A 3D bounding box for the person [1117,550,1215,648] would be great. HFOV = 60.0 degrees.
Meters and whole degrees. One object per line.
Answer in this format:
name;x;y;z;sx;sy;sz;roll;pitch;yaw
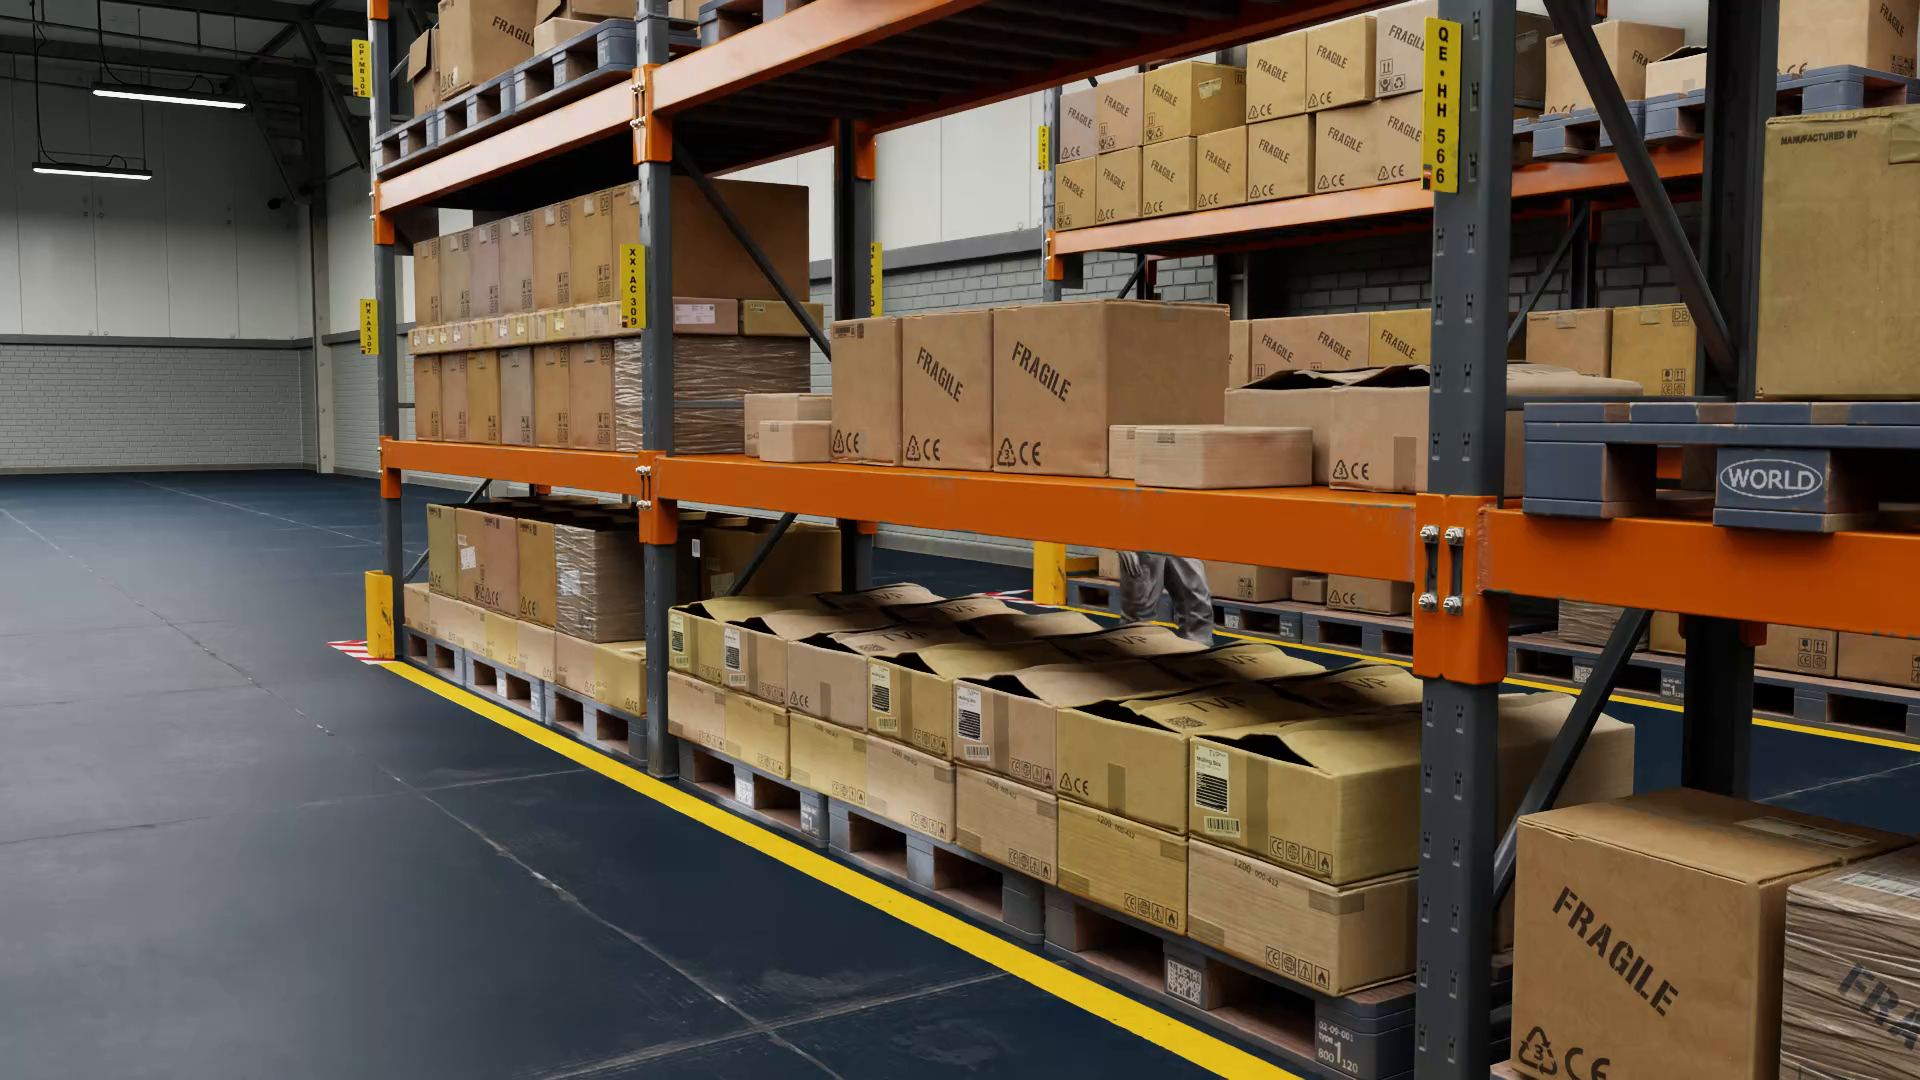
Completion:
person;1.007;-0.016;7.691;0.653;1.778;0.578;4;6;39
